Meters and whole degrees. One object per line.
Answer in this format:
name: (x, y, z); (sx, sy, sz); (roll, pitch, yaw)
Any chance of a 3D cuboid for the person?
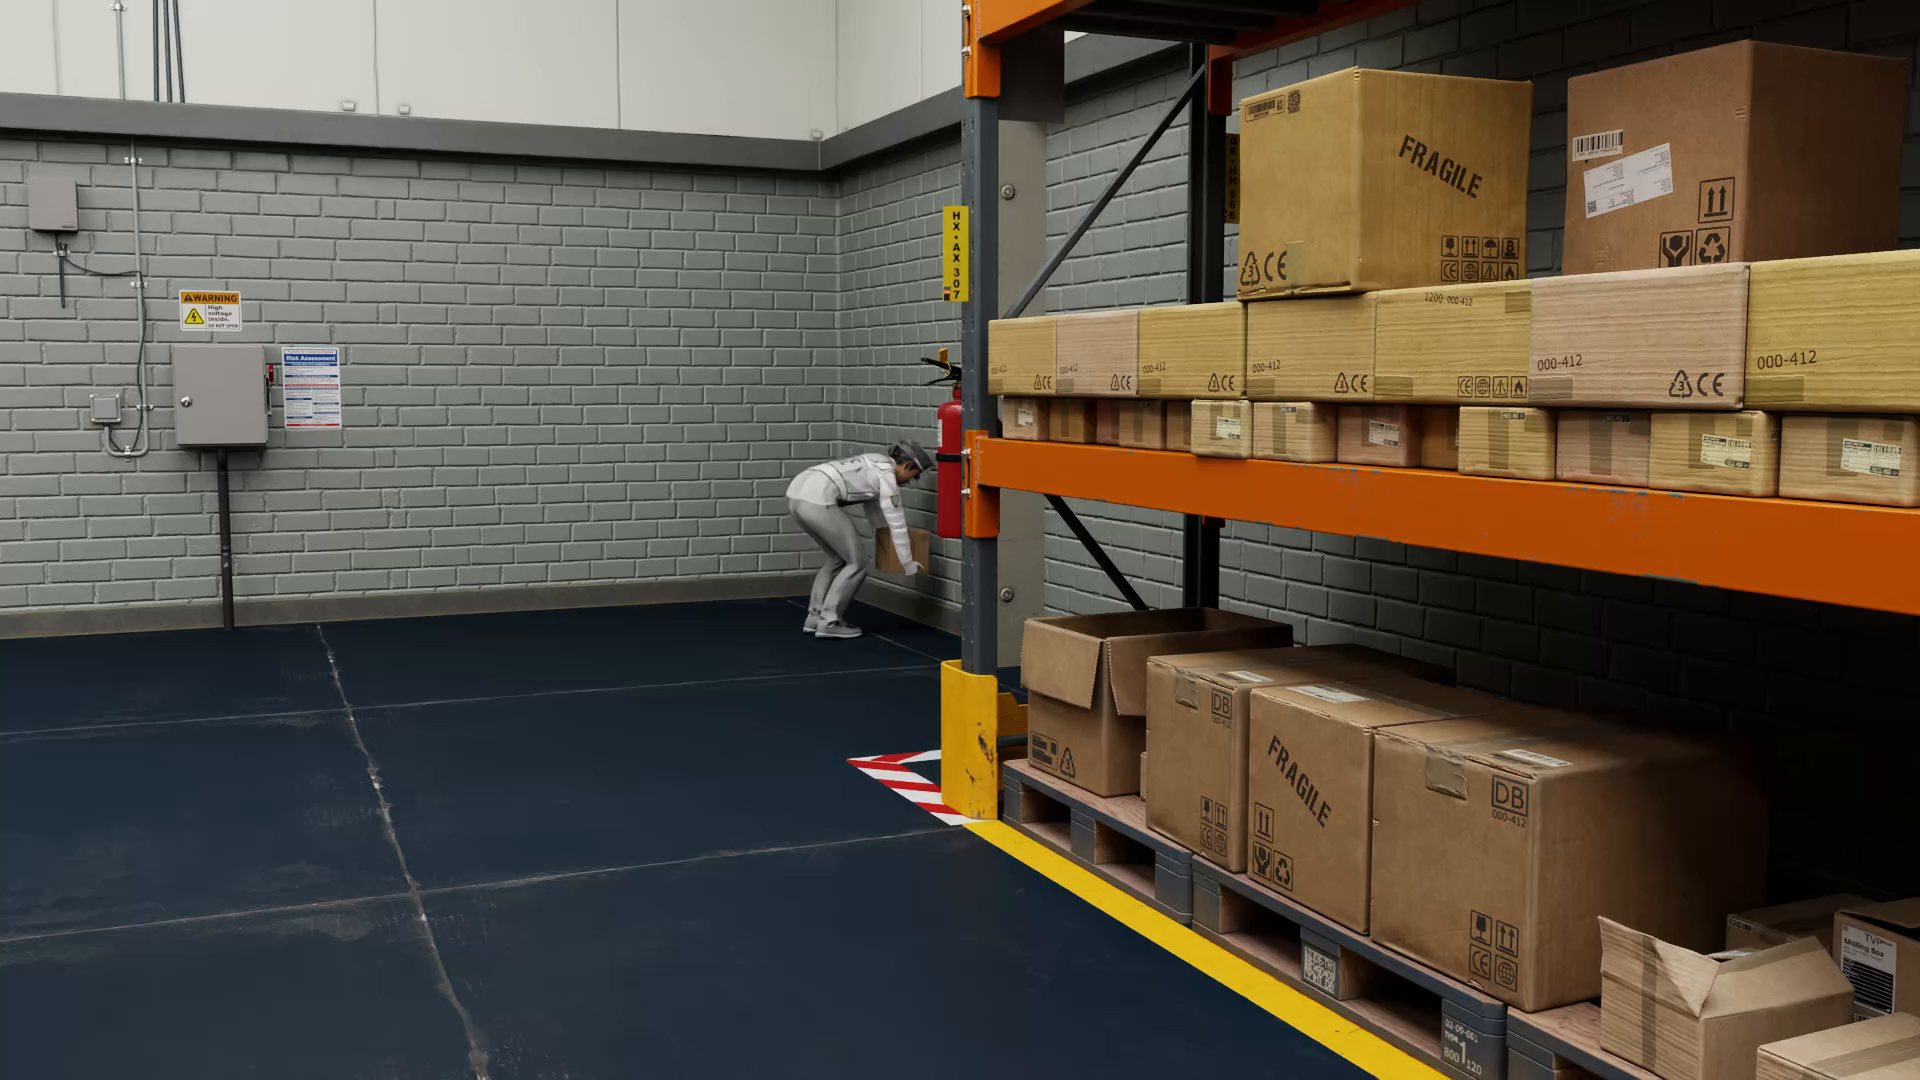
person: (-0.574, -0.022, 9.843); (0.912, 1.168, 0.436); (-3, 6, -26)
